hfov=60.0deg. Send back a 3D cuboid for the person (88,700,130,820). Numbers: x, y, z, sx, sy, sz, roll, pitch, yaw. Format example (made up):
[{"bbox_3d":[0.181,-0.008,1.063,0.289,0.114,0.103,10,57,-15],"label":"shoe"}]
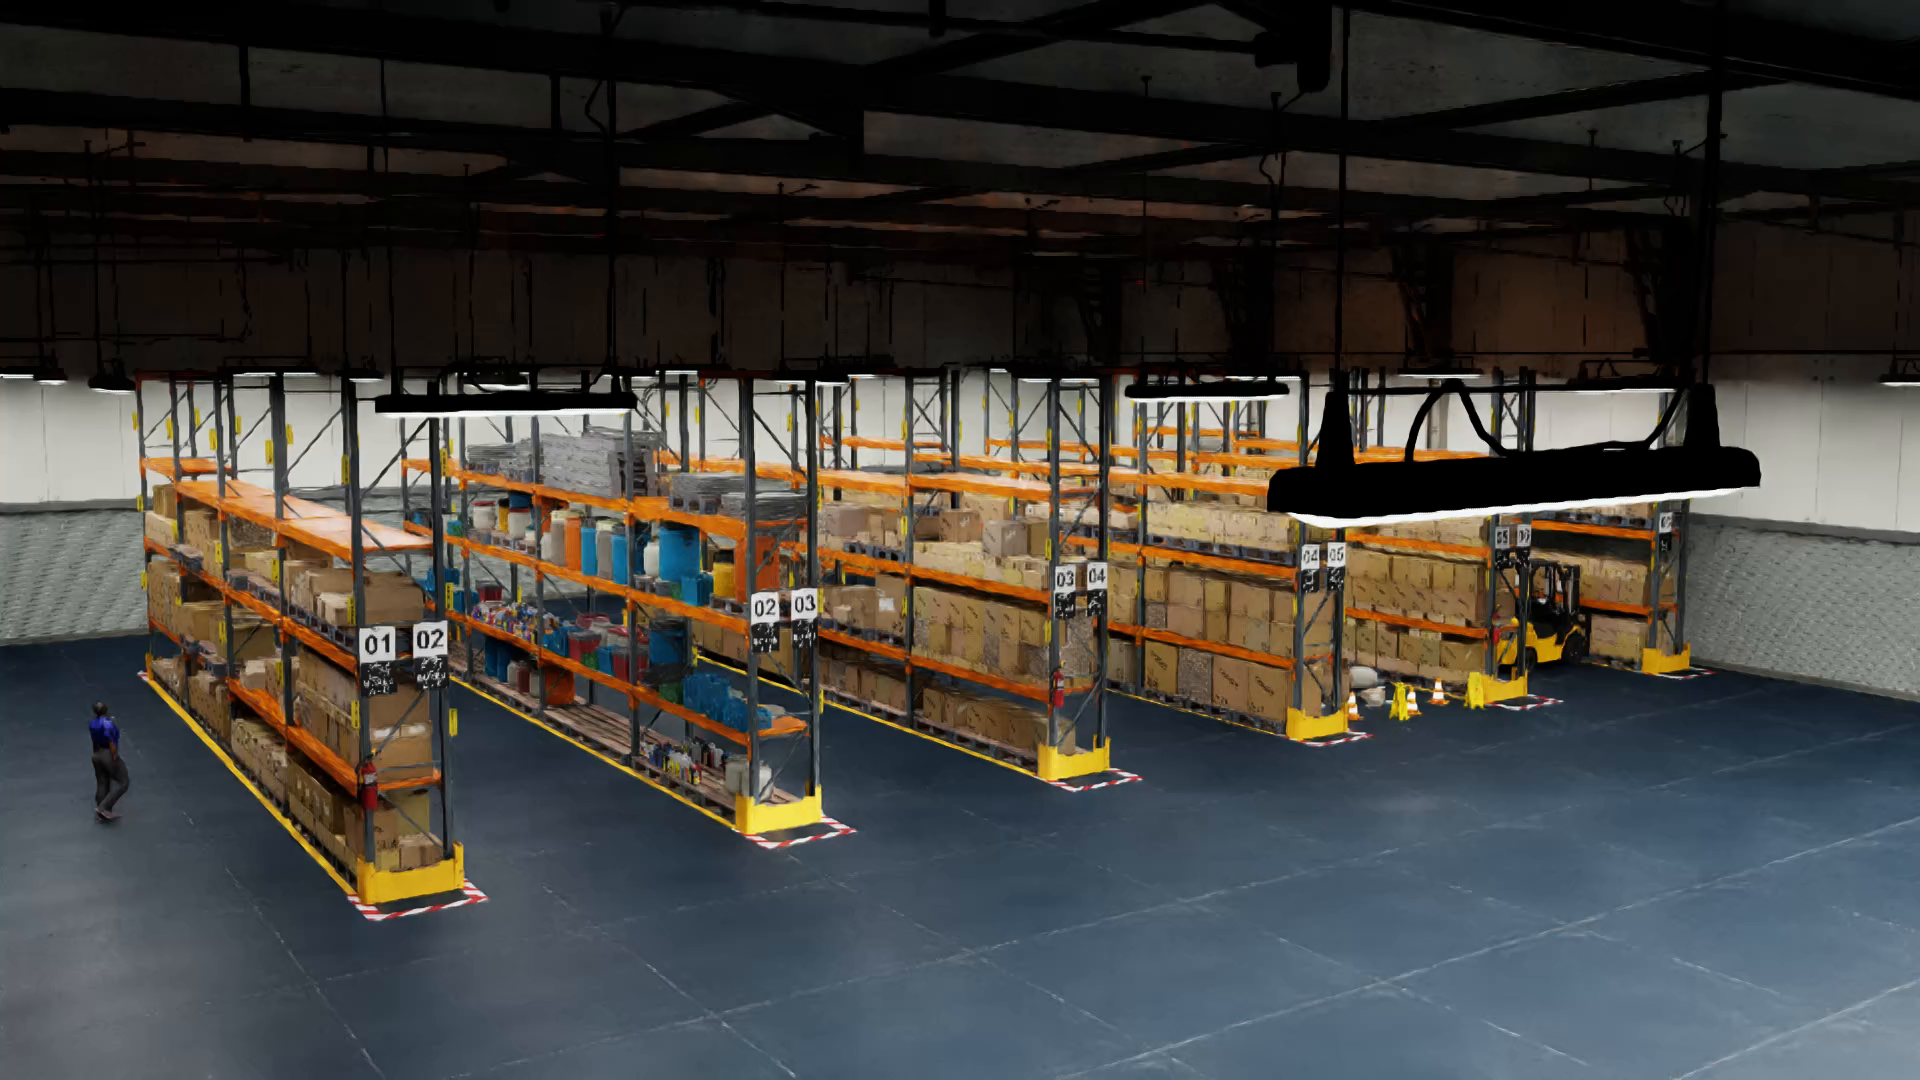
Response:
[{"bbox_3d":[-11.542,2.985,22.456,0.508,1.644,0.423,3,7,27],"label":"person"}]

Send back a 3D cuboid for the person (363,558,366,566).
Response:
[{"bbox_3d":[-13.464,1.249,37.342,0.947,1.761,0.581,4,7,30],"label":"person"}]
